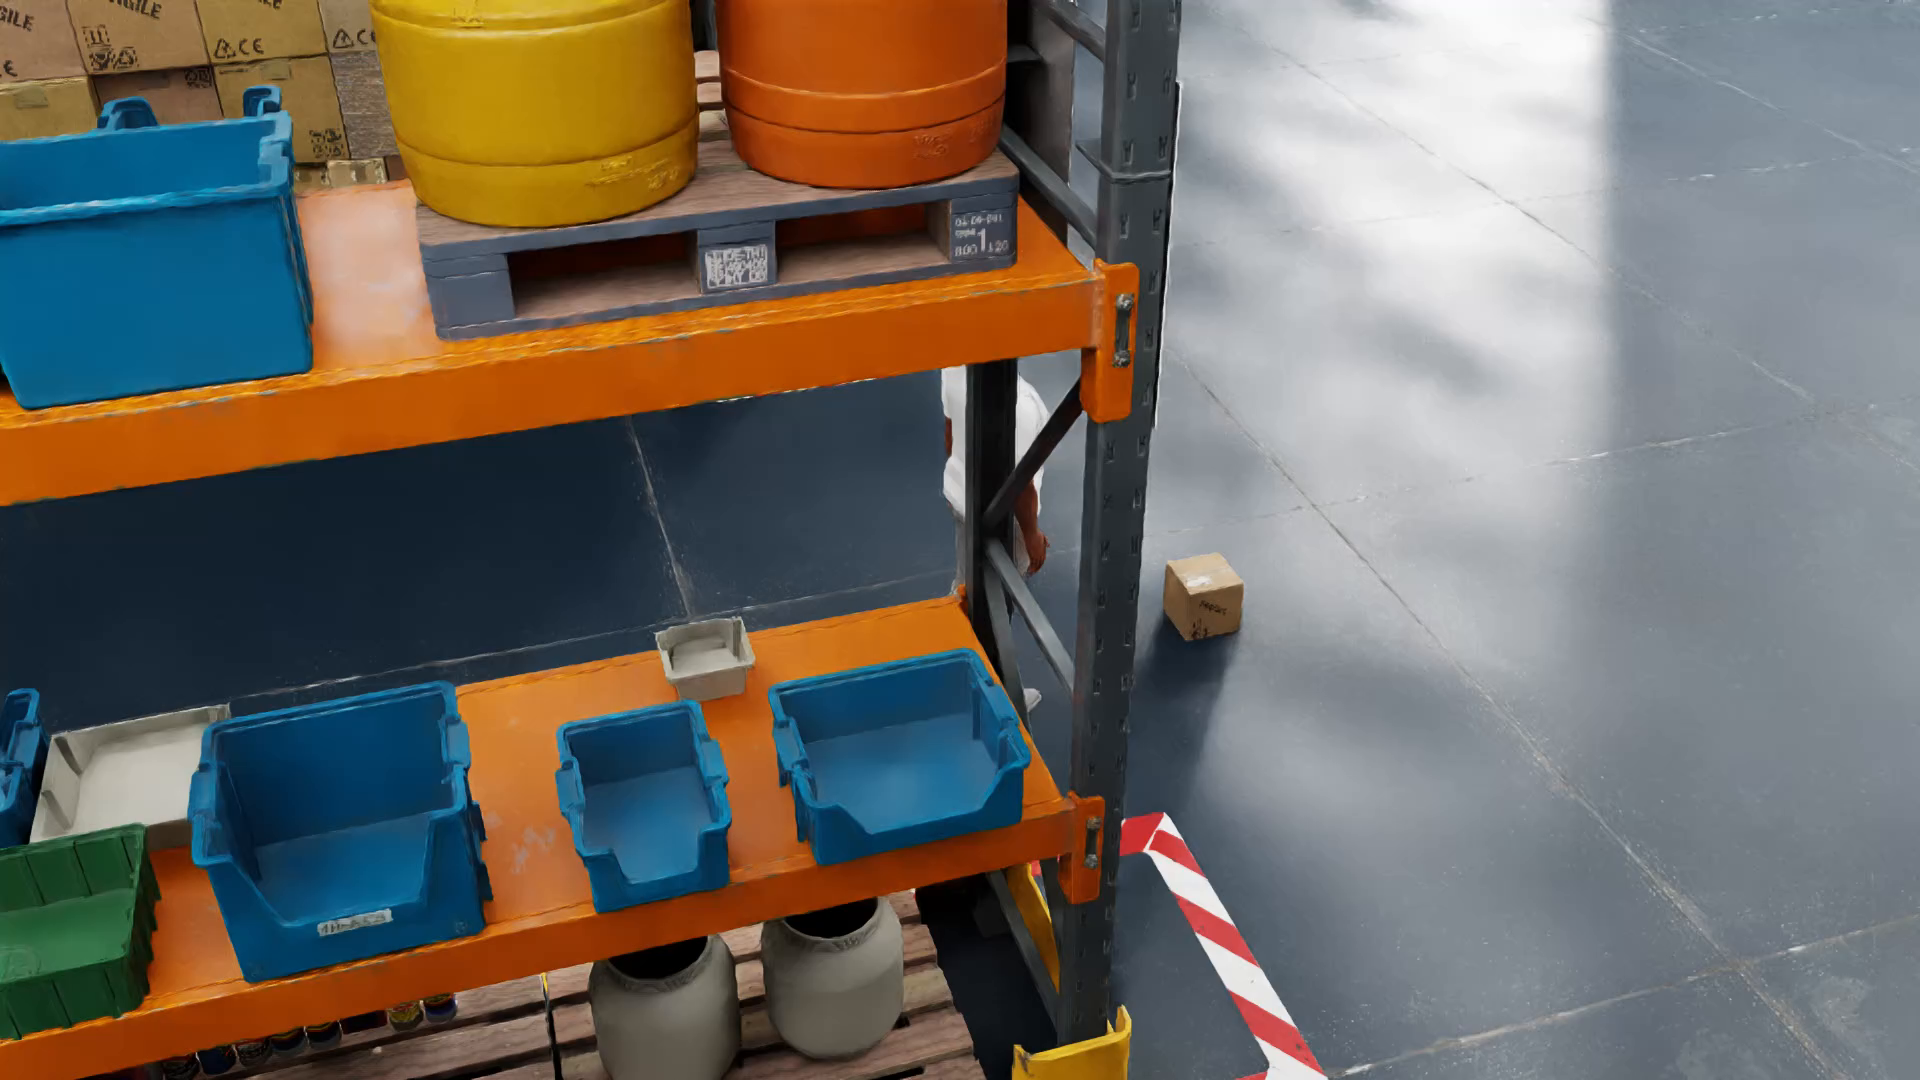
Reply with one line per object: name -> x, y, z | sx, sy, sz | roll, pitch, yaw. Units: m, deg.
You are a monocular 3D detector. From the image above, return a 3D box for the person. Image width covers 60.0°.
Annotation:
person -> 0.130, -0.133, 6.304 | 0.399, 1.782, 0.584 | -15, 37, -22
